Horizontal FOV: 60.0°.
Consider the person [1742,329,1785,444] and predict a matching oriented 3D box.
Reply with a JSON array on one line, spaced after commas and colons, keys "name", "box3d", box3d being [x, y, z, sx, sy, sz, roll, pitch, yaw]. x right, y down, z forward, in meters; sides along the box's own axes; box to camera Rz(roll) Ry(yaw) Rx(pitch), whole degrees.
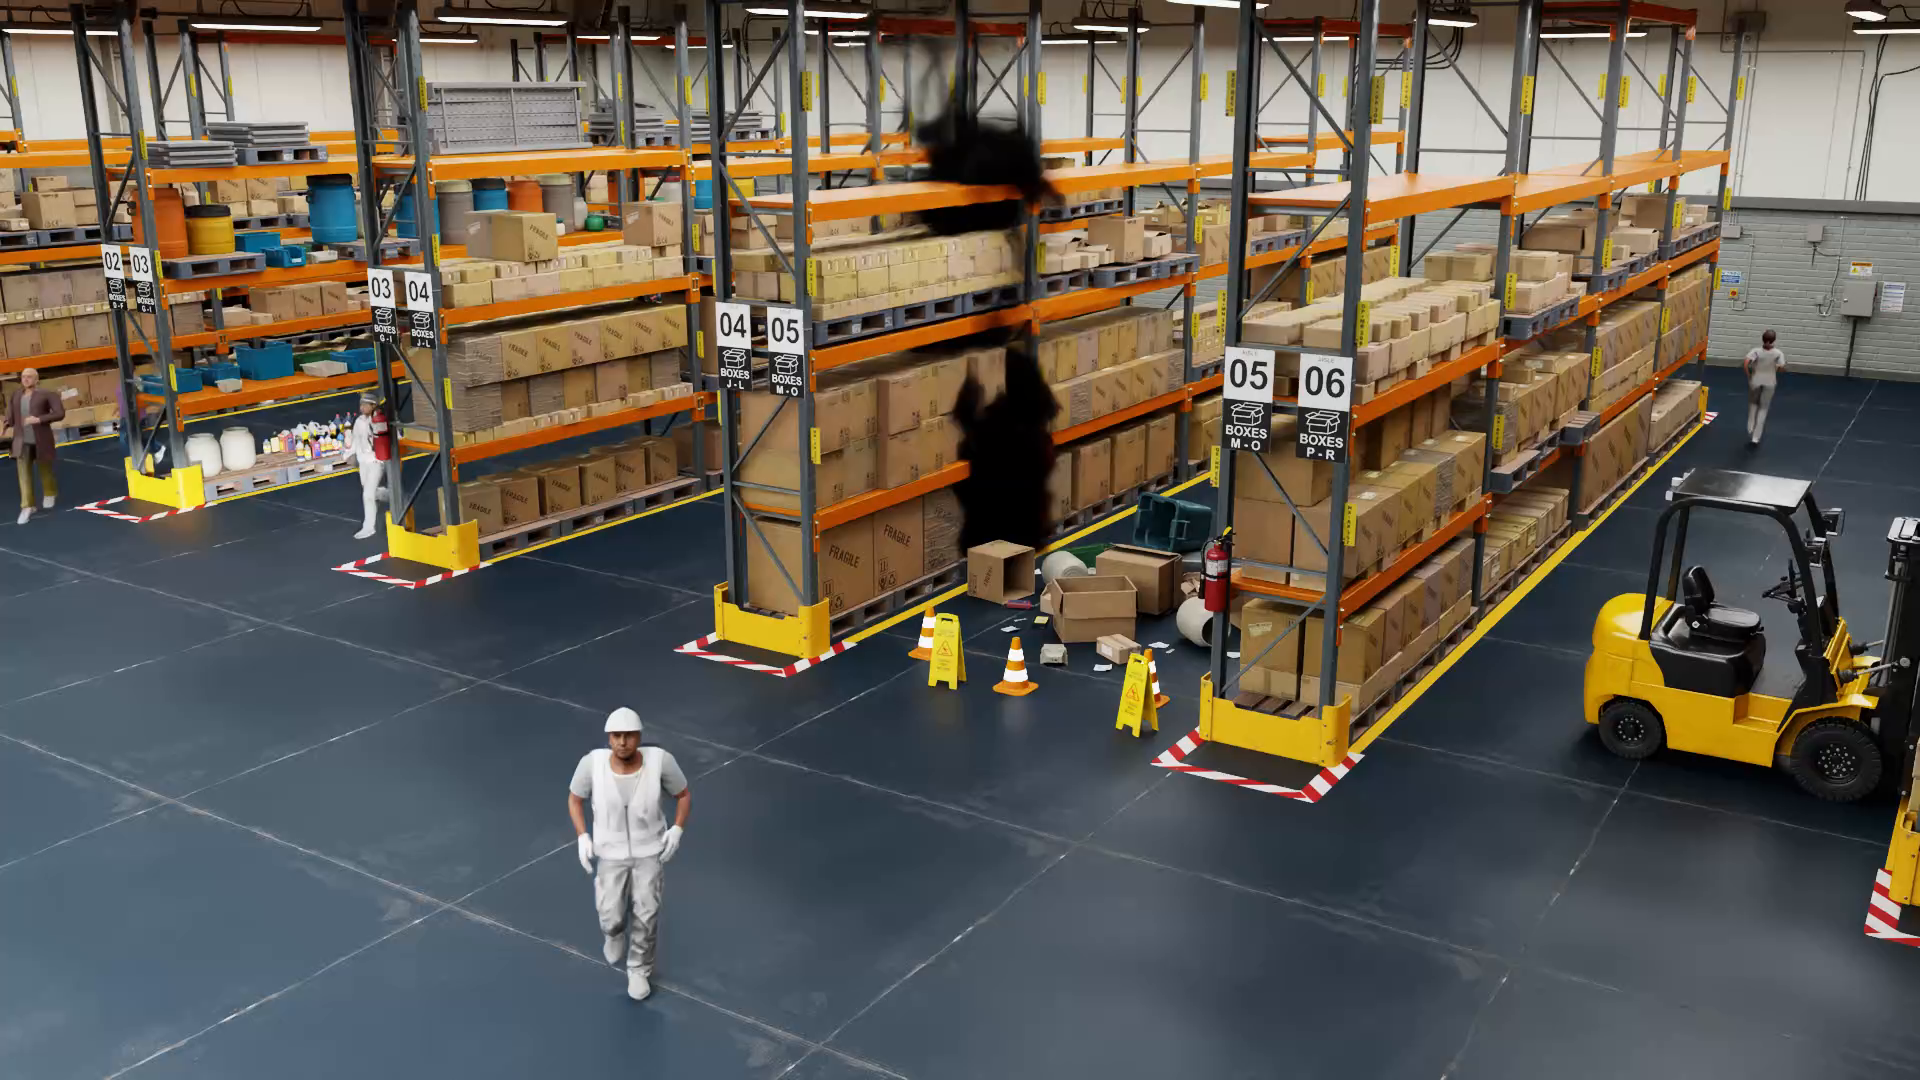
[{"name": "person", "box3d": [11.569, -2.196, 24.005, 0.544, 1.705, 0.691, 9, 18, 30]}]

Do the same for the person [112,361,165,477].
[{"name": "person", "box3d": [-11.012, -1.654, 22.267, 0.564, 1.565, 0.586, 7, 17, 24]}]

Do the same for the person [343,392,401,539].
[{"name": "person", "box3d": [-6.807, -0.903, 19.417, 0.619, 1.687, 0.798, 8, 17, 26]}]

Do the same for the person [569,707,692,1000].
[{"name": "person", "box3d": [-1.885, 1.777, 9.595, 0.698, 1.748, 0.591, -3, 16, -11]}]

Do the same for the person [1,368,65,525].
[{"name": "person", "box3d": [-11.177, -1.177, 20.111, 0.746, 1.802, 0.944, -3, 16, -12]}]
